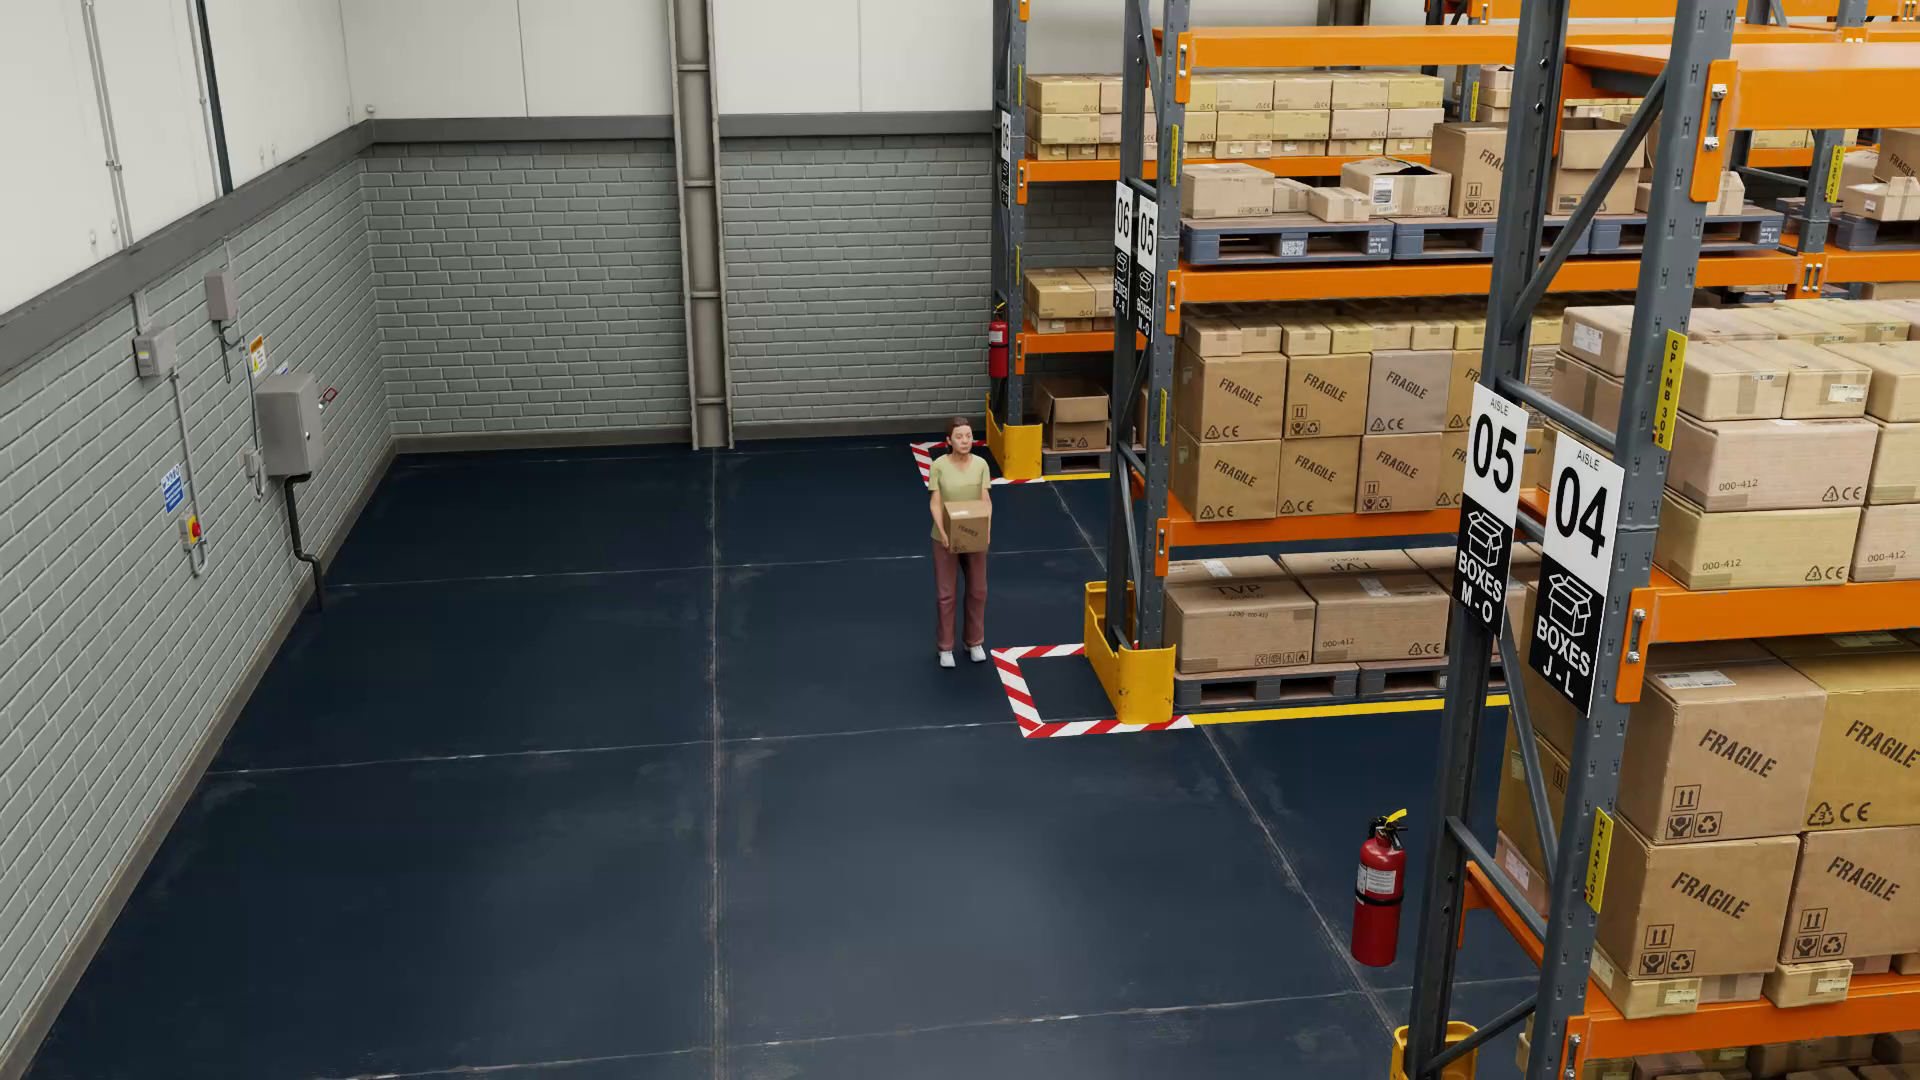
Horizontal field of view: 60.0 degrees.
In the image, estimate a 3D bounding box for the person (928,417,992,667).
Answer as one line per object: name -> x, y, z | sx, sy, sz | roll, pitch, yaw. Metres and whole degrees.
person -> 0.011, 0.022, 11.032 | 0.428, 1.662, 0.559 | -4, 20, -10
